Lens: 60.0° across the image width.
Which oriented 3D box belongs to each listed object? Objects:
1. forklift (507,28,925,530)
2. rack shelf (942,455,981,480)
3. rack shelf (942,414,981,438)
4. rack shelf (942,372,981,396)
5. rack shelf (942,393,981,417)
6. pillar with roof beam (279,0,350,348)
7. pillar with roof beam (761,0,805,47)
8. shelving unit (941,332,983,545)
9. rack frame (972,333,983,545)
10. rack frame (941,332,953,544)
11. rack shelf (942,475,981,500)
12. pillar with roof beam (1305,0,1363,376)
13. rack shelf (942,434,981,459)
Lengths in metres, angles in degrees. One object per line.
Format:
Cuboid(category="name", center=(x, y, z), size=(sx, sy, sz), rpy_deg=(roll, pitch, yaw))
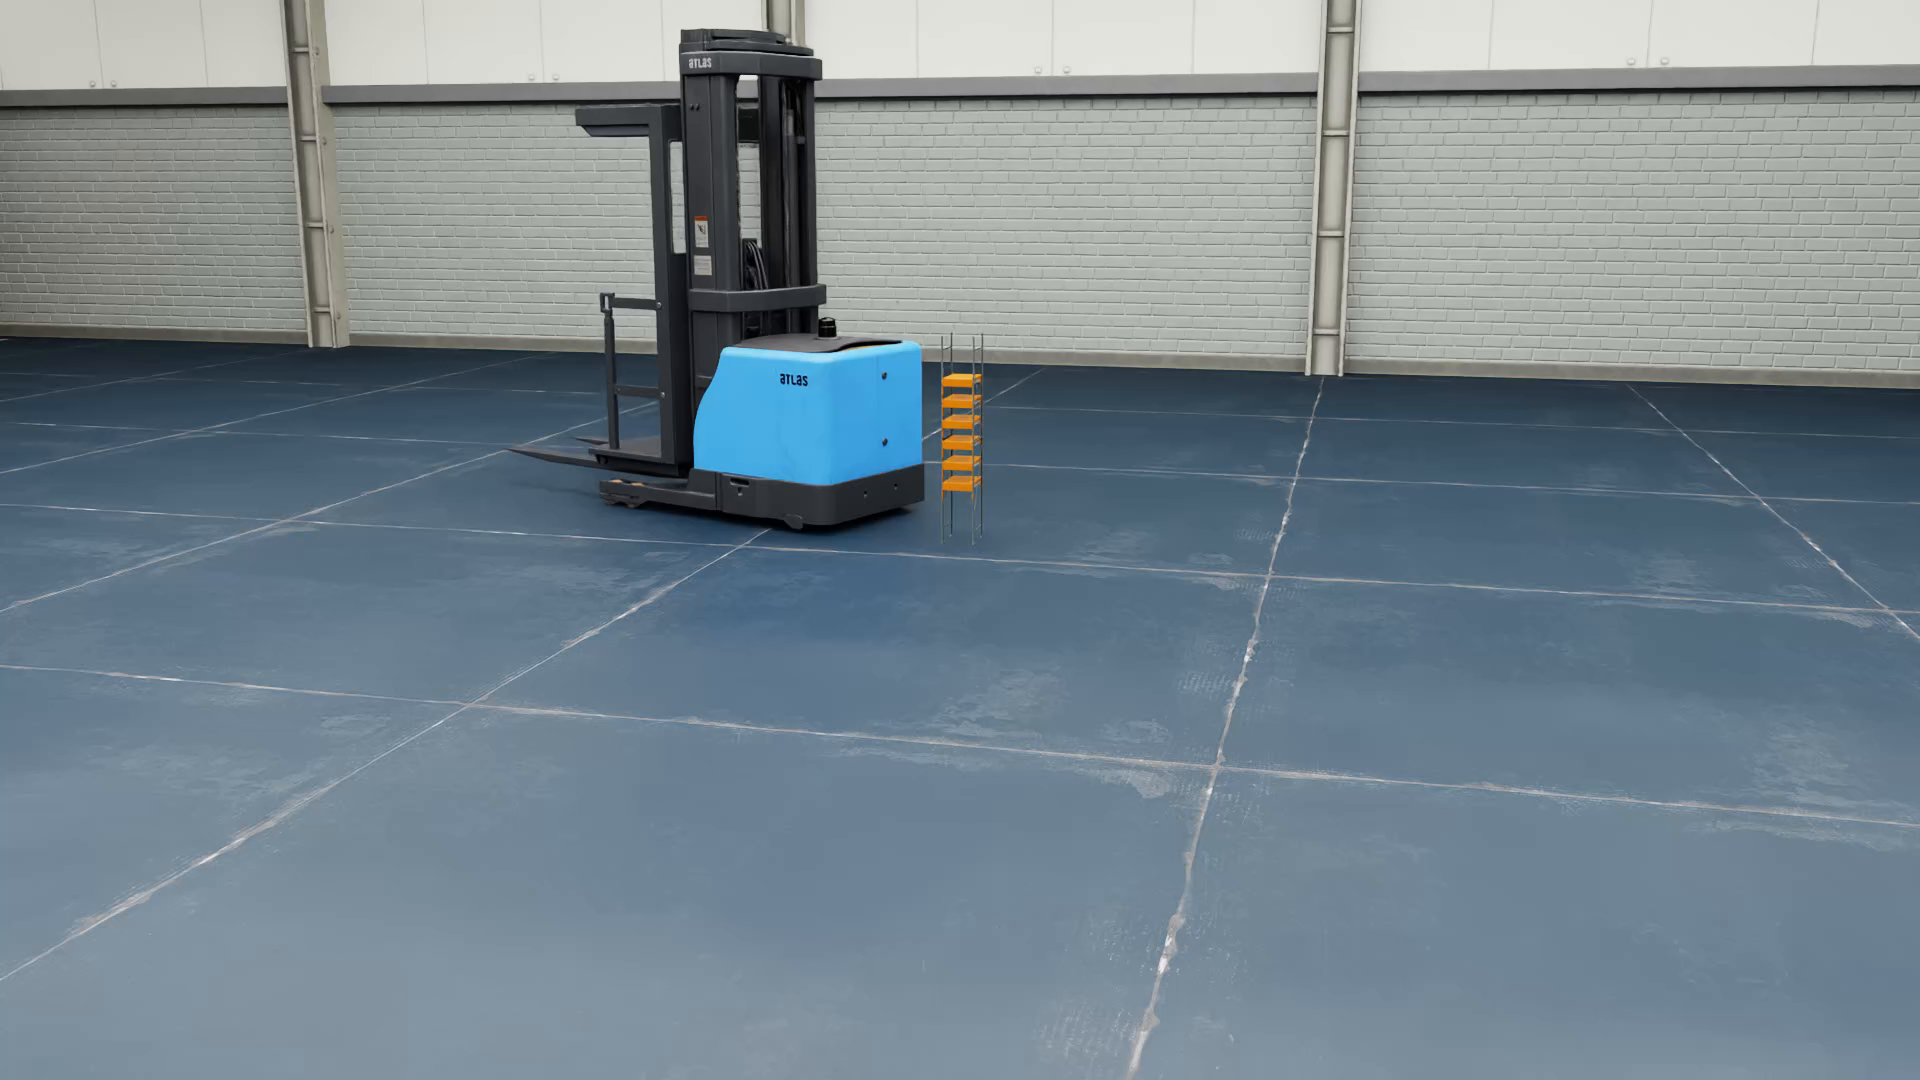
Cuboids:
Cuboid(category="forklift", center=(-1.722, -1.718, 10.710), size=(3.031, 2.935, 1.130), rpy_deg=(9, 15, 34))
Cuboid(category="rack shelf", center=(0.014, -0.424, 9.636), size=(0.180, 0.103, 0.258), rpy_deg=(3, 13, 14))
Cuboid(category="rack shelf", center=(0.014, -0.659, 9.584), size=(0.180, 0.103, 0.258), rpy_deg=(3, 13, 14))
Cuboid(category="rack shelf", center=(0.014, -0.893, 9.532), size=(0.180, 0.103, 0.258), rpy_deg=(3, 13, 14))
Cuboid(category="rack shelf", center=(0.014, -0.776, 9.558), size=(0.180, 0.103, 0.258), rpy_deg=(3, 13, 14))
Cuboid(category="pillar with roof beam", center=(-8.801, -5.879, 15.454), size=(0.400, 9.000, 9.100), rpy_deg=(3, 13, 14))
Cuboid(category="pillar with roof beam", center=(-2.976, -5.567, 14.051), size=(0.400, 9.000, 9.100), rpy_deg=(3, 13, 14))
Cuboid(category="shelving unit", center=(0.014, -0.585, 9.600), size=(0.189, 1.200, 0.258), rpy_deg=(3, 13, 14))
Cuboid(category="rack frame", center=(0.103, -0.580, 9.579), size=(0.006, 1.200, 0.240), rpy_deg=(3, 13, 14))
Cuboid(category="rack frame", center=(-0.075, -0.590, 9.622), size=(0.006, 1.200, 0.240), rpy_deg=(3, 13, 14))
Cuboid(category="rack shelf", center=(0.014, -0.307, 9.662), size=(0.180, 0.103, 0.258), rpy_deg=(3, 13, 14))
Cuboid(category="pillar with roof beam", center=(2.849, -5.256, 12.648), size=(0.400, 9.000, 9.100), rpy_deg=(3, 13, 14))
Cuboid(category="rack shelf", center=(0.014, -0.542, 9.610), size=(0.180, 0.103, 0.258), rpy_deg=(3, 13, 14))
